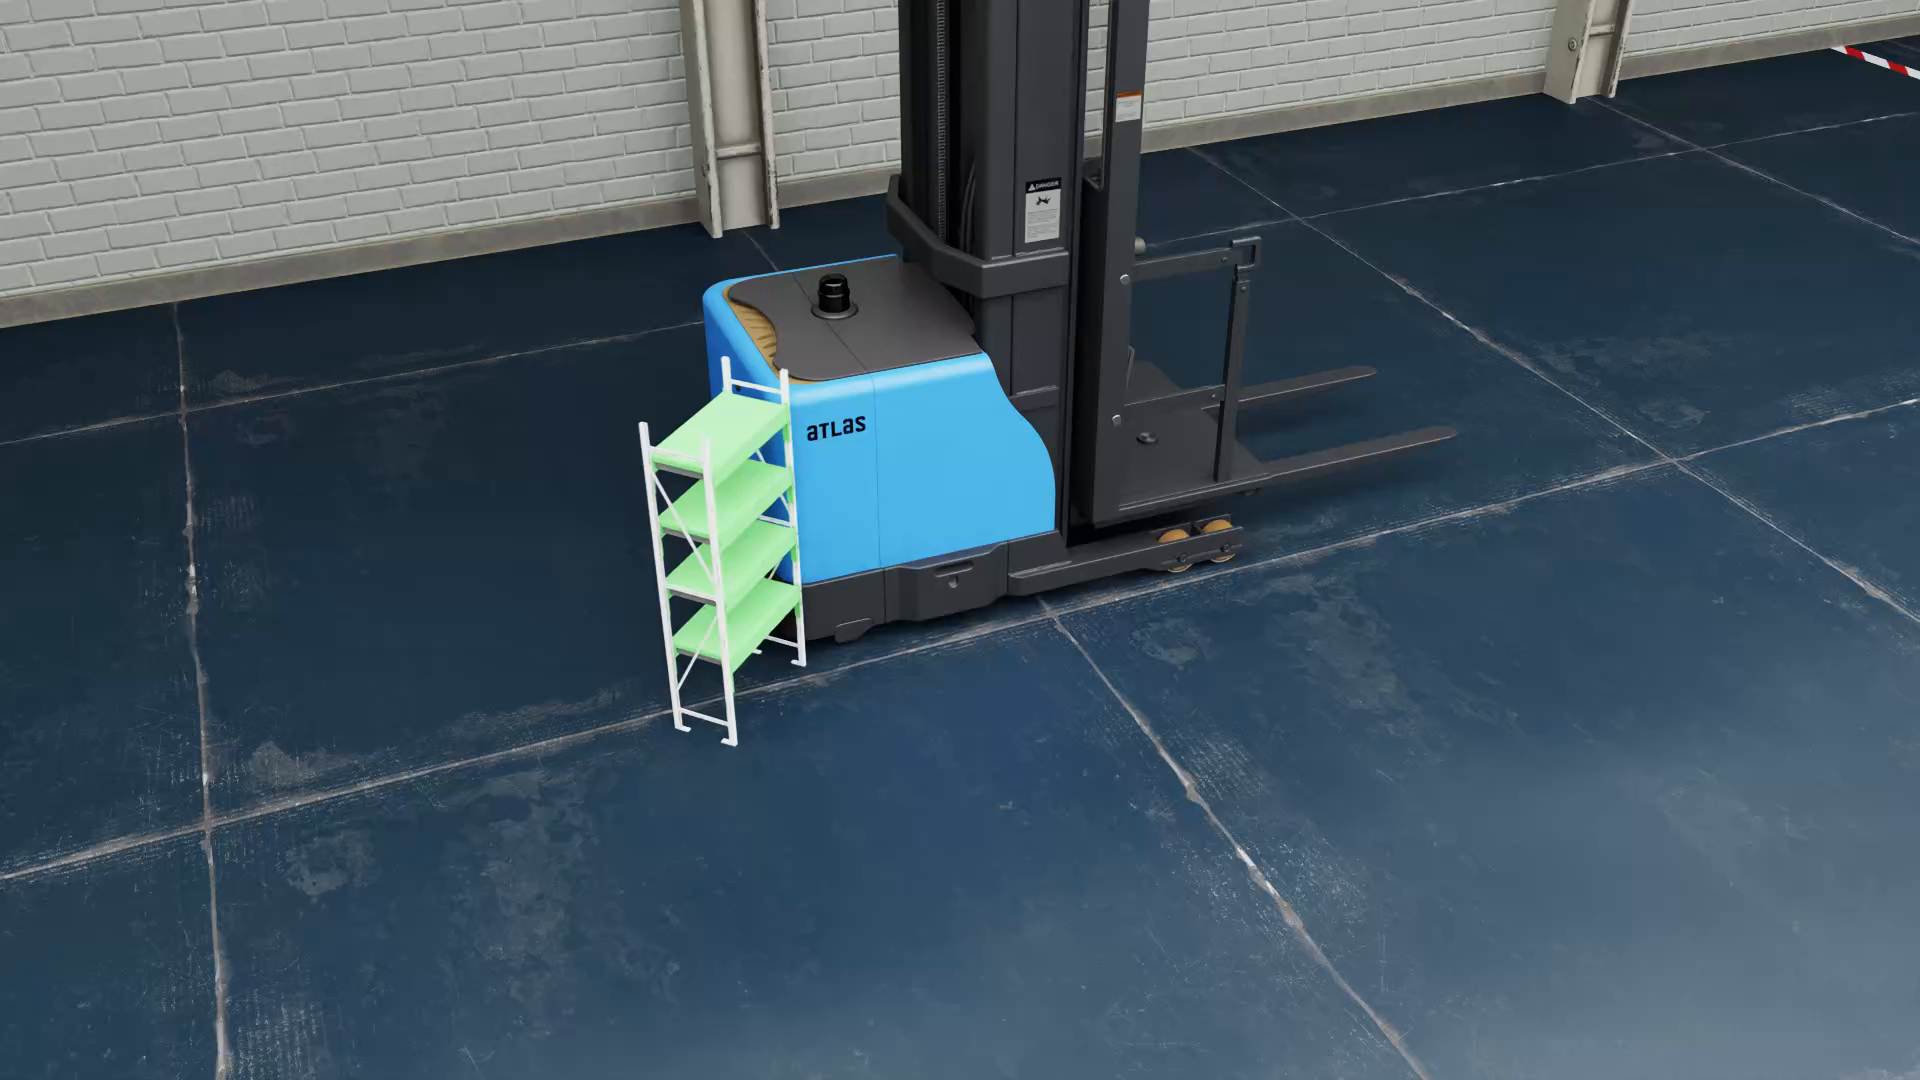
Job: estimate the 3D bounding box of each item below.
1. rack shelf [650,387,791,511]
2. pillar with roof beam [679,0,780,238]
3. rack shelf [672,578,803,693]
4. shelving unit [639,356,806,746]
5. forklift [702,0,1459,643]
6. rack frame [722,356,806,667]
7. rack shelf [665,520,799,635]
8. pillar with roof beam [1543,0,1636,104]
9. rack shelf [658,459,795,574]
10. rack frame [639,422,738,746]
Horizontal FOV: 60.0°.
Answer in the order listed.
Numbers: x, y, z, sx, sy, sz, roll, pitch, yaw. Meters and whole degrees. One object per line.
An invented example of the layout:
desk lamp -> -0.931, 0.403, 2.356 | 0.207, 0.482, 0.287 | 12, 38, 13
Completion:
rack shelf -> -0.772, -0.299, 5.347 | 0.258, 0.148, 0.480 | 14, 36, 20
pillar with roof beam -> 0.399, -3.425, 3.762 | 0.400, 9.000, 9.100 | -13, 35, -19
rack shelf -> -0.772, 0.304, 5.740 | 0.258, 0.148, 0.480 | 14, 36, 20
shelving unit -> -0.772, 0.049, 5.574 | 0.258, 1.200, 0.503 | 14, 36, 20
forklift -> 0.585, -1.356, 6.146 | 3.031, 2.935, 1.130 | -12, 35, -18
rack frame -> -0.672, -0.072, 5.760 | 0.240, 1.200, 0.015 | 14, 36, 20
rack shelf -> -0.772, 0.103, 5.609 | 0.258, 0.148, 0.480 | 14, 36, 20
pillar with roof beam -> 5.932, -4.691, 5.709 | 0.400, 9.000, 9.100 | -13, 35, -19
rack shelf -> -0.772, -0.098, 5.478 | 0.258, 0.148, 0.480 | 14, 36, 20
rack frame -> -0.872, 0.171, 5.387 | 0.240, 1.200, 0.015 | 14, 36, 20
